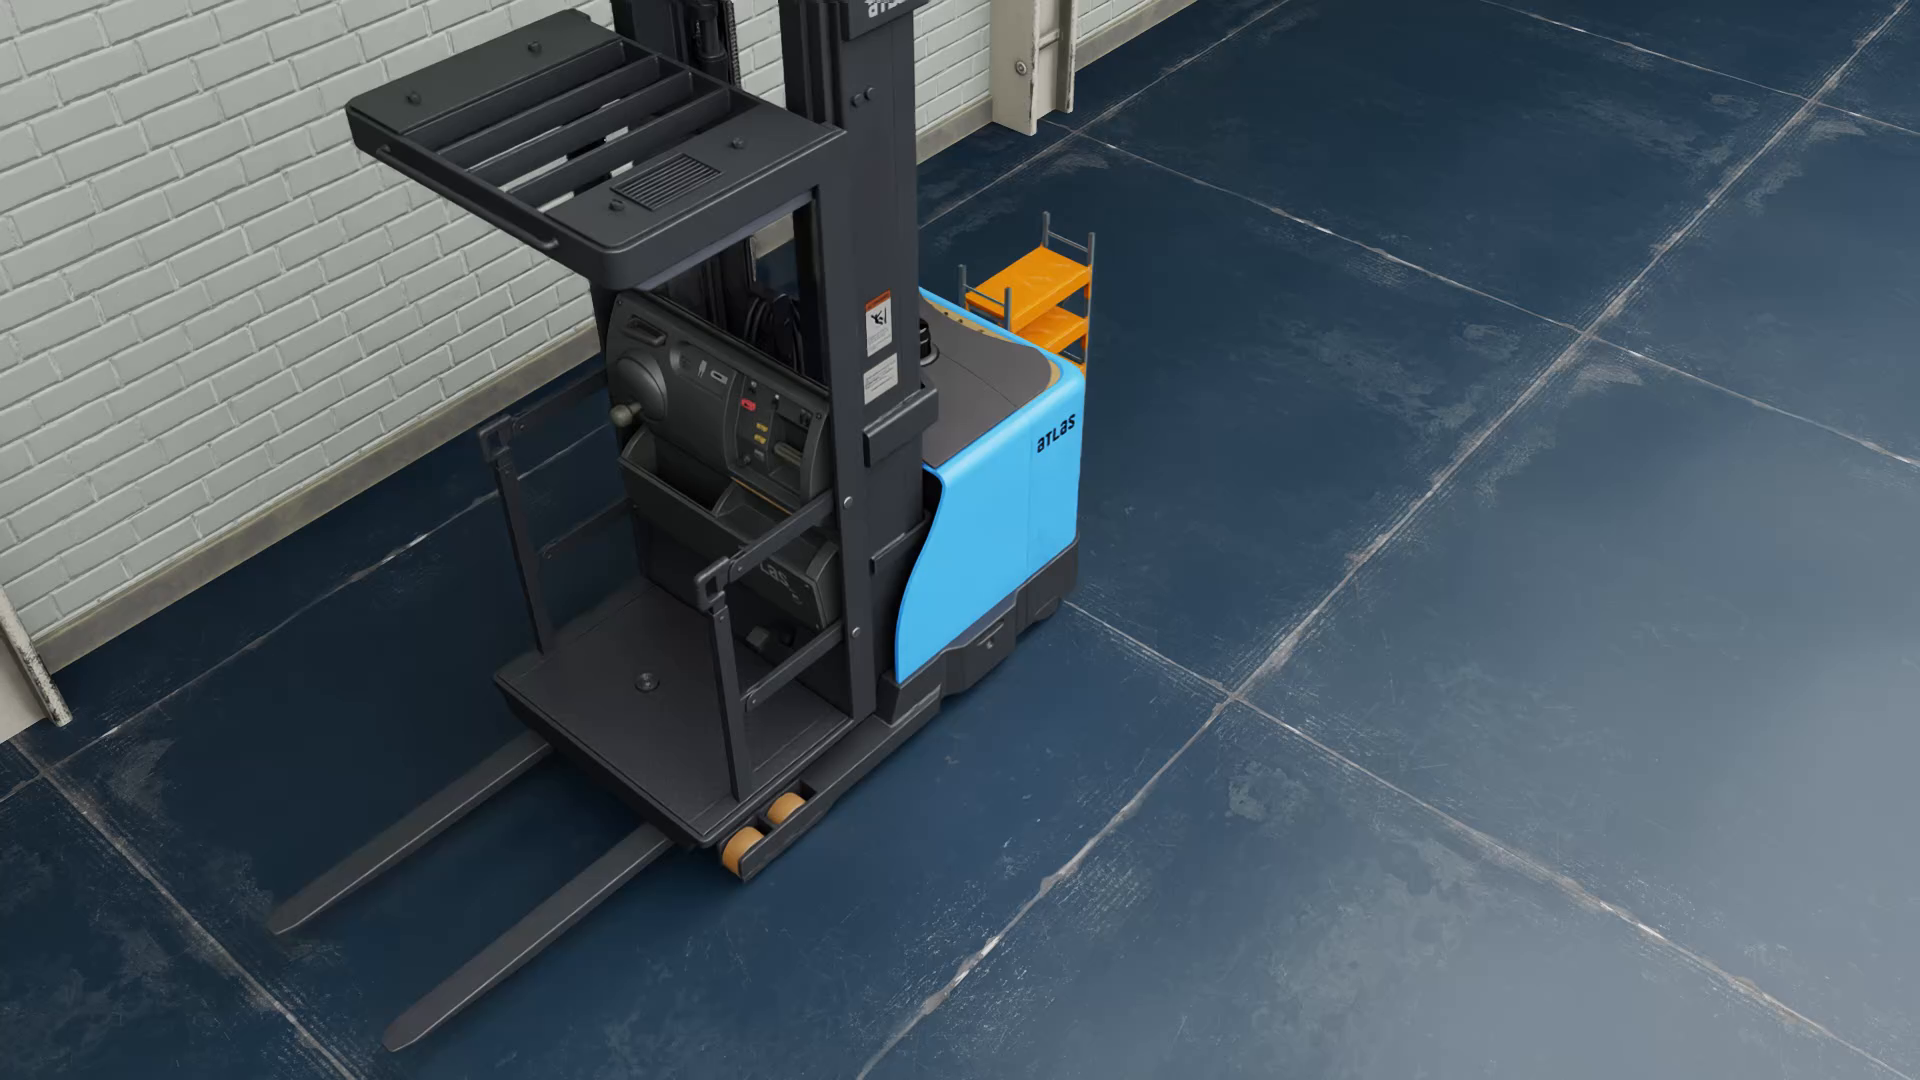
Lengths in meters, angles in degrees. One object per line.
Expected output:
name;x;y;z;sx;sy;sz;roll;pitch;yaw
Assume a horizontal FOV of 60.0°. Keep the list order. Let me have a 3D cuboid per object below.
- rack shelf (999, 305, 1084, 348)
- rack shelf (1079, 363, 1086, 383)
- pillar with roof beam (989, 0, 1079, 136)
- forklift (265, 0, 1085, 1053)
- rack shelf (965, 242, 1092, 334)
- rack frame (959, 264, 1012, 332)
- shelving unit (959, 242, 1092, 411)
rack shelf;0.251;-0.786;6.411;0.221;0.021;0.457;30;50;29
rack shelf;0.251;-0.581;6.597;0.258;0.148;0.480;30;50;29
pillar with roof beam;3.695;-3.871;4.318;9.100;9.000;0.400;29;50;28
forklift;-0.894;-0.354;4.961;1.130;2.935;3.031;30;50;29
rack shelf;0.251;-0.922;6.288;0.258;0.148;0.480;30;50;29
rack frame;0.090;-0.508;6.416;0.240;1.200;0.015;30;50;29
shelving unit;0.247;-0.628;6.549;0.258;1.200;0.492;30;50;29
